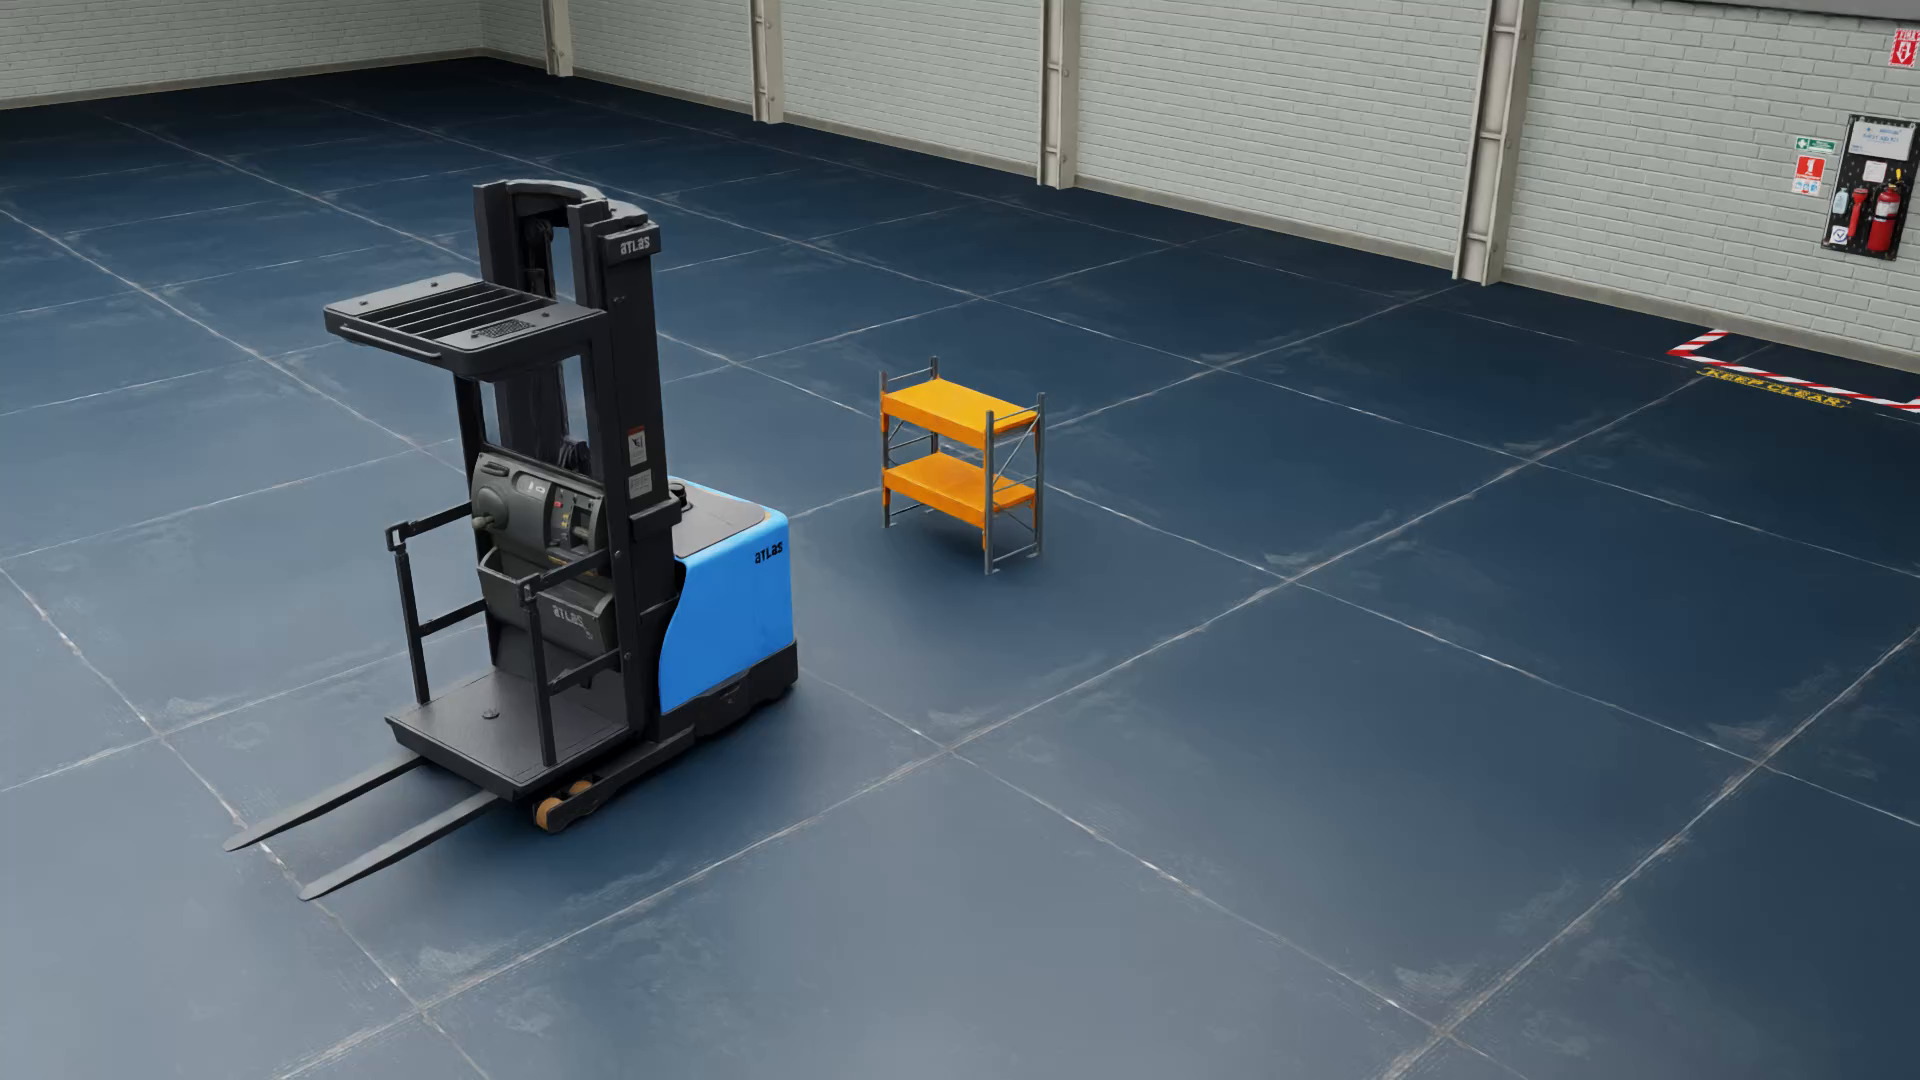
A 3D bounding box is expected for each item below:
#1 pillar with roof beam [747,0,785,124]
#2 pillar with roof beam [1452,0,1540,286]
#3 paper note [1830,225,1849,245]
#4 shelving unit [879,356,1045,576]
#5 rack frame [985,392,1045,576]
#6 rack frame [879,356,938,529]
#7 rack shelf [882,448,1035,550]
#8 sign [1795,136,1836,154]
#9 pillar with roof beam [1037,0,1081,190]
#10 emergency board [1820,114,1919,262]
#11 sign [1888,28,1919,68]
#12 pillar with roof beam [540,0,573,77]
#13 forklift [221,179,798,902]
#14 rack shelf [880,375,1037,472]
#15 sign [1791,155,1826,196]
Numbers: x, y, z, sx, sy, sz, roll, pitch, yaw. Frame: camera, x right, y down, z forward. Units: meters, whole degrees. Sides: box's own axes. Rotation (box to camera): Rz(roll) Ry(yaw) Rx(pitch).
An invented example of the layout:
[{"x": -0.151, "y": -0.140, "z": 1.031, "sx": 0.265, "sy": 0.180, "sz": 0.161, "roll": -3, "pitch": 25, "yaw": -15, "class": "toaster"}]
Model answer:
[{"x": -6.021, "y": -9.194, "z": 20.561, "sx": 9.100, "sy": 9.000, "sz": 0.400, "roll": -21, "pitch": 32, "yaw": -38, "class": "pillar with roof beam"}, {"x": 2.181, "y": -5.558, "z": 12.592, "sx": 9.100, "sy": 9.000, "sz": 0.400, "roll": -21, "pitch": 32, "yaw": -38, "class": "pillar with roof beam"}, {"x": 7.692, "y": -2.664, "z": 14.537, "sx": 0.016, "sy": 0.148, "sz": 0.142, "roll": -21, "pitch": 32, "yaw": -38, "class": "paper note"}, {"x": 0.005, "y": -0.510, "z": 11.012, "sx": 0.538, "sy": 1.125, "sz": 1.048, "roll": -21, "pitch": 32, "yaw": -38, "class": "shelving unit"}, {"x": 0.352, "y": -0.356, "z": 10.674, "sx": 0.500, "sy": 1.125, "sz": 0.032, "roll": -21, "pitch": 32, "yaw": -38, "class": "rack frame"}, {"x": -0.343, "y": -0.664, "z": 11.350, "sx": 0.500, "sy": 1.125, "sz": 0.032, "roll": -21, "pitch": 32, "yaw": -38, "class": "rack frame"}, {"x": 0.005, "y": -0.287, "z": 11.114, "sx": 0.538, "sy": 0.278, "sz": 1.000, "roll": -21, "pitch": 32, "yaw": -38, "class": "rack shelf"}, {"x": 7.457, "y": -3.442, "z": 14.499, "sx": 0.001, "sy": 0.109, "sz": 0.331, "roll": -21, "pitch": 32, "yaw": -38, "class": "sign"}, {"x": -1.920, "y": -7.376, "z": 16.576, "sx": 9.100, "sy": 9.000, "sz": 0.400, "roll": -21, "pitch": 32, "yaw": -38, "class": "pillar with roof beam"}, {"x": 7.763, "y": -2.992, "z": 14.194, "sx": 0.194, "sy": 1.169, "sz": 0.643, "roll": -21, "pitch": 32, "yaw": -38, "class": "emergency board"}, {"x": 7.830, "y": -4.077, "z": 13.780, "sx": 0.001, "sy": 0.298, "sz": 0.199, "roll": -21, "pitch": 32, "yaw": -38, "class": "sign"}, {"x": -10.122, "y": -11.012, "z": 24.546, "sx": 9.100, "sy": 9.000, "sz": 0.400, "roll": -21, "pitch": 32, "yaw": -38, "class": "pillar with roof beam"}, {"x": -2.208, "y": -0.137, "z": 8.020, "sx": 1.130, "sy": 2.935, "sz": 3.031, "roll": 18, "pitch": 30, "yaw": 34, "class": "forklift"}, {"x": 0.005, "y": -0.776, "z": 10.891, "sx": 0.538, "sy": 0.278, "sz": 1.000, "roll": -21, "pitch": 32, "yaw": -38, "class": "rack shelf"}, {"x": 7.460, "y": -3.205, "z": 14.618, "sx": 0.001, "sy": 0.329, "sz": 0.234, "roll": -21, "pitch": 32, "yaw": -38, "class": "sign"}]
